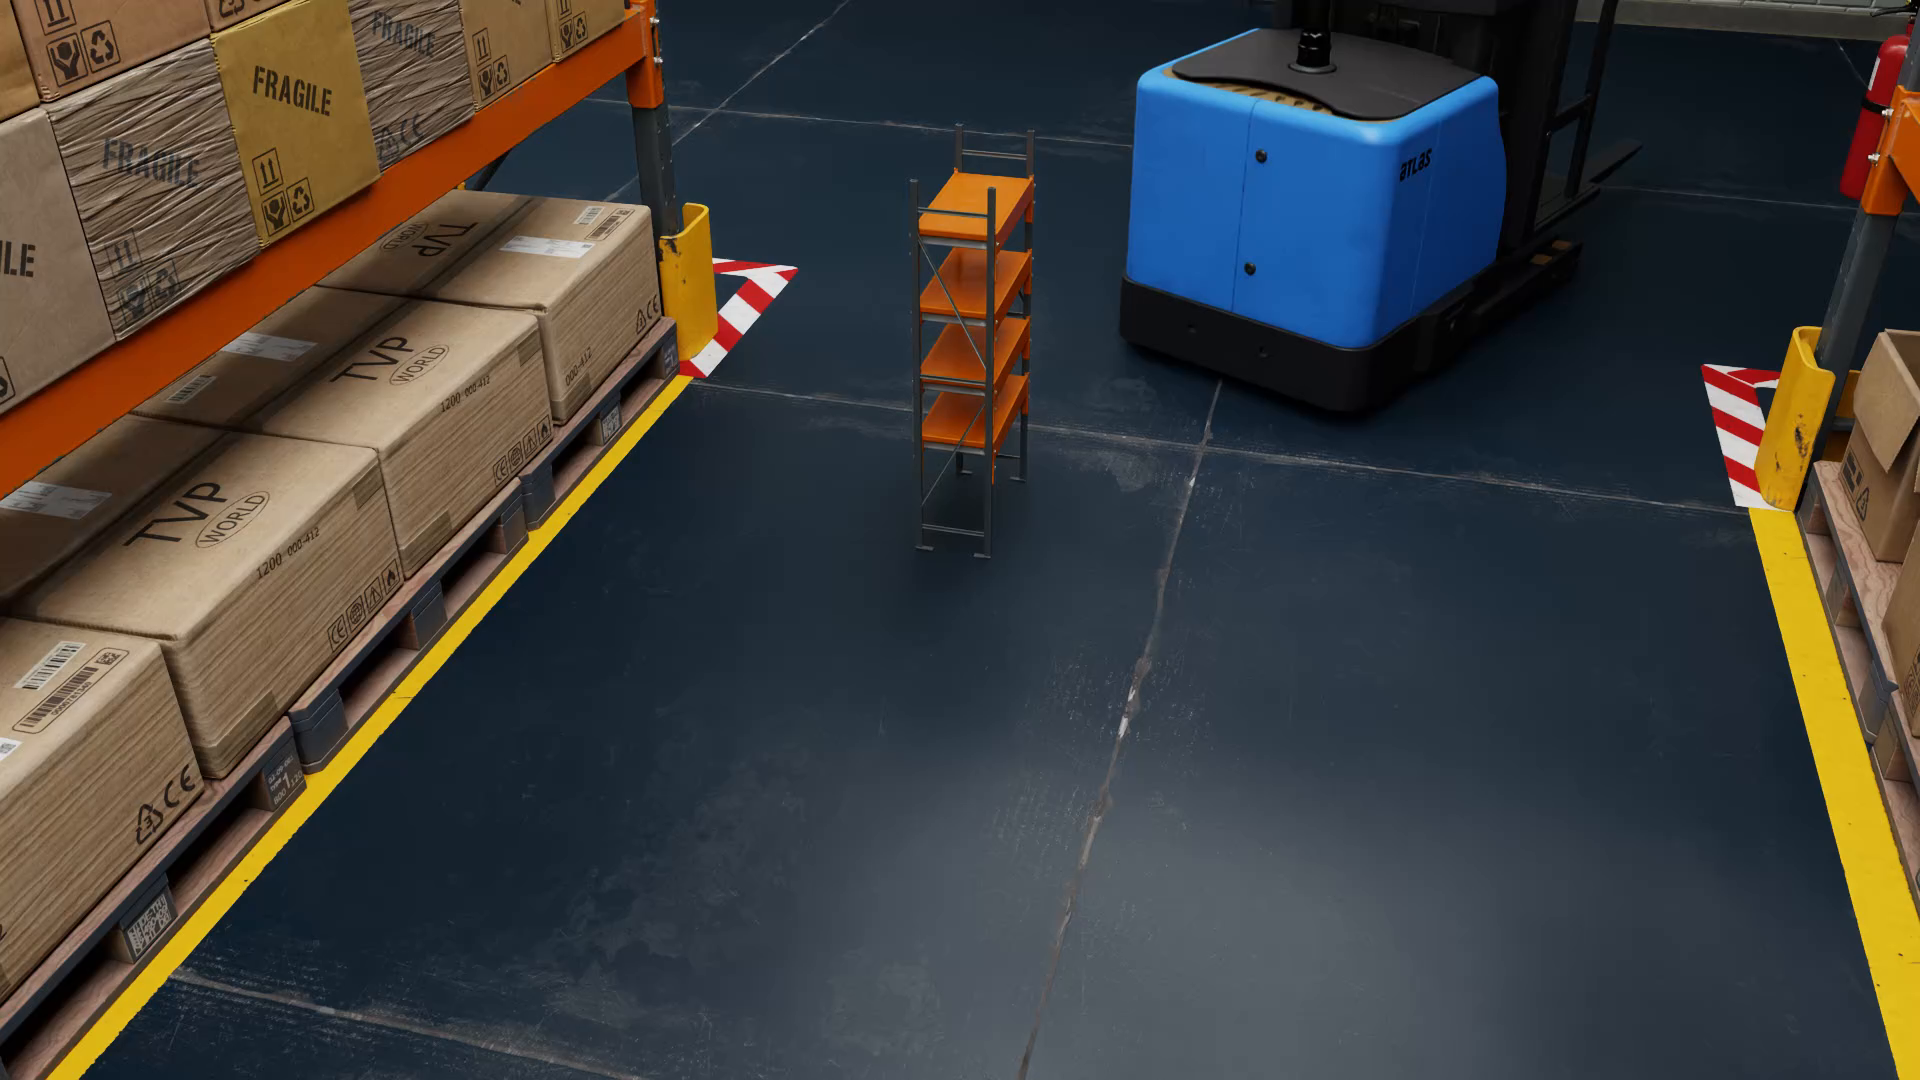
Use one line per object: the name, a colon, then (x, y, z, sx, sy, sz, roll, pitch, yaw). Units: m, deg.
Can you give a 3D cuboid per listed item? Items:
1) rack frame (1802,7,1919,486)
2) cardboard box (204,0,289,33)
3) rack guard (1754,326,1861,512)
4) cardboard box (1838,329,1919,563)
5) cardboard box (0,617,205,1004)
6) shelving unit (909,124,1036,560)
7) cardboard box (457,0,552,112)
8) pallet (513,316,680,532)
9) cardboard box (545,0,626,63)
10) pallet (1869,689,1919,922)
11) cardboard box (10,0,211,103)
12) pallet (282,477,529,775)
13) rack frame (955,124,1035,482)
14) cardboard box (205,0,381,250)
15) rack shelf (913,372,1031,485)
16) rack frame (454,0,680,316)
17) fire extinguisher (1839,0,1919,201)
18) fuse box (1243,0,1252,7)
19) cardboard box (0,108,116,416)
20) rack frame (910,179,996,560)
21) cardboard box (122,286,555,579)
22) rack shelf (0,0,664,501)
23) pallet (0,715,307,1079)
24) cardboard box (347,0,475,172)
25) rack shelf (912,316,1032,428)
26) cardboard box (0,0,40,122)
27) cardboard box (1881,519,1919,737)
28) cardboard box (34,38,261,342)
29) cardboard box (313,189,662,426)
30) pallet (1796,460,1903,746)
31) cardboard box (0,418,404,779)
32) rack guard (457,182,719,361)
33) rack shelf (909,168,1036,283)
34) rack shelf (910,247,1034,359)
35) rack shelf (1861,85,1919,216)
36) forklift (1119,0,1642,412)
rack frame: (3.251, -1.418, 4.685, 1.000, 3.000, 0.127, 8, 33, 12)
cardboard box: (-1.806, -1.482, 3.760, 0.500, 0.500, 0.500, 8, 33, 12)
rack guard: (3.232, -0.324, 5.294, 1.175, 0.500, 0.348, 8, 33, 12)
cardboard box: (3.004, -0.238, 4.763, 0.797, 0.503, 0.637, 7, 33, 10)
cardboard box: (-2.303, 0.576, 3.544, 0.875, 0.438, 0.875, 8, 33, 12)
shelving unit: (0.042, -0.592, 5.063, 0.258, 1.200, 0.503, 8, 33, 12)
cardboard box: (-1.560, -1.590, 4.861, 0.500, 0.500, 0.500, 7, 33, 11)
pallet: (-1.679, -0.490, 5.824, 1.003, 0.211, 1.213, 8, 33, 12)
cardboard box: (-1.418, -1.848, 5.268, 0.500, 0.500, 0.500, 8, 33, 13)
pallet: (2.719, 0.843, 3.728, 1.003, 0.211, 1.213, 8, 33, 12)
cardboard box: (-1.936, -1.220, 3.348, 0.500, 0.500, 0.500, 9, 33, 13)
pallet: (-1.990, 0.141, 4.831, 1.003, 0.211, 1.213, 8, 33, 12)
rack frame: (0.104, -0.719, 5.262, 0.240, 1.200, 0.015, 8, 33, 12)
cardboard box: (-1.799, -1.052, 4.015, 0.500, 0.500, 0.500, 9, 34, 14)
rack shelf: (0.042, -0.368, 5.206, 0.258, 0.148, 0.480, 8, 33, 12)
rack frame: (-1.551, -2.092, 5.745, 1.000, 3.000, 0.127, 8, 33, 12)
fire extinguisher: (2.841, -1.368, 5.025, 0.296, 0.674, 0.183, 8, 33, 12)
fuse box: (1.852, -4.116, 10.130, 0.539, 1.711, 0.414, 8, 33, 12)
cardboard box: (-2.062, -0.527, 3.190, 0.500, 0.500, 0.500, 8, 33, 13)
rack frame: (-0.020, -0.466, 4.864, 0.240, 1.200, 0.015, 8, 33, 12)
cardboard box: (-1.846, -0.356, 5.011, 0.875, 0.438, 0.875, 9, 34, 14)
rack shelf: (-2.059, -0.751, 4.306, 1.077, 0.370, 4.000, 8, 33, 12)
pallet: (-2.298, 0.776, 3.832, 1.003, 0.211, 1.213, 8, 33, 12)
cardboard box: (-1.681, -1.321, 4.439, 0.500, 0.500, 0.500, 9, 34, 14)
rack shelf: (0.042, -0.535, 5.099, 0.258, 0.148, 0.480, 8, 33, 12)
cardboard box: (-2.077, -0.956, 2.933, 0.500, 0.500, 0.500, 8, 33, 12)
cardboard box: (2.749, 0.202, 4.075, 0.700, 0.500, 0.500, 9, 34, 14)
cardboard box: (-1.930, -0.784, 3.595, 0.500, 0.500, 0.500, 8, 33, 13)
cardboard box: (-1.622, -0.832, 5.760, 0.875, 0.438, 0.875, 7, 33, 11)
pallet: (3.030, 0.212, 4.720, 1.003, 0.211, 1.213, 8, 33, 12)
cardboard box: (-2.077, 0.112, 4.275, 0.875, 0.438, 0.875, 7, 33, 11)
rack guard: (-1.545, -1.050, 6.435, 1.175, 0.500, 0.348, 8, 33, 12)
rack shelf: (0.042, -0.924, 4.852, 0.258, 0.148, 0.480, 8, 33, 12)
rack shelf: (0.042, -0.724, 4.979, 0.258, 0.148, 0.480, 8, 33, 12)
rack shelf: (2.743, -0.077, 3.246, 1.077, 0.370, 4.000, 8, 33, 12)
forklift: (1.946, -2.401, 6.294, 1.130, 2.935, 3.031, 25, 40, 33)
